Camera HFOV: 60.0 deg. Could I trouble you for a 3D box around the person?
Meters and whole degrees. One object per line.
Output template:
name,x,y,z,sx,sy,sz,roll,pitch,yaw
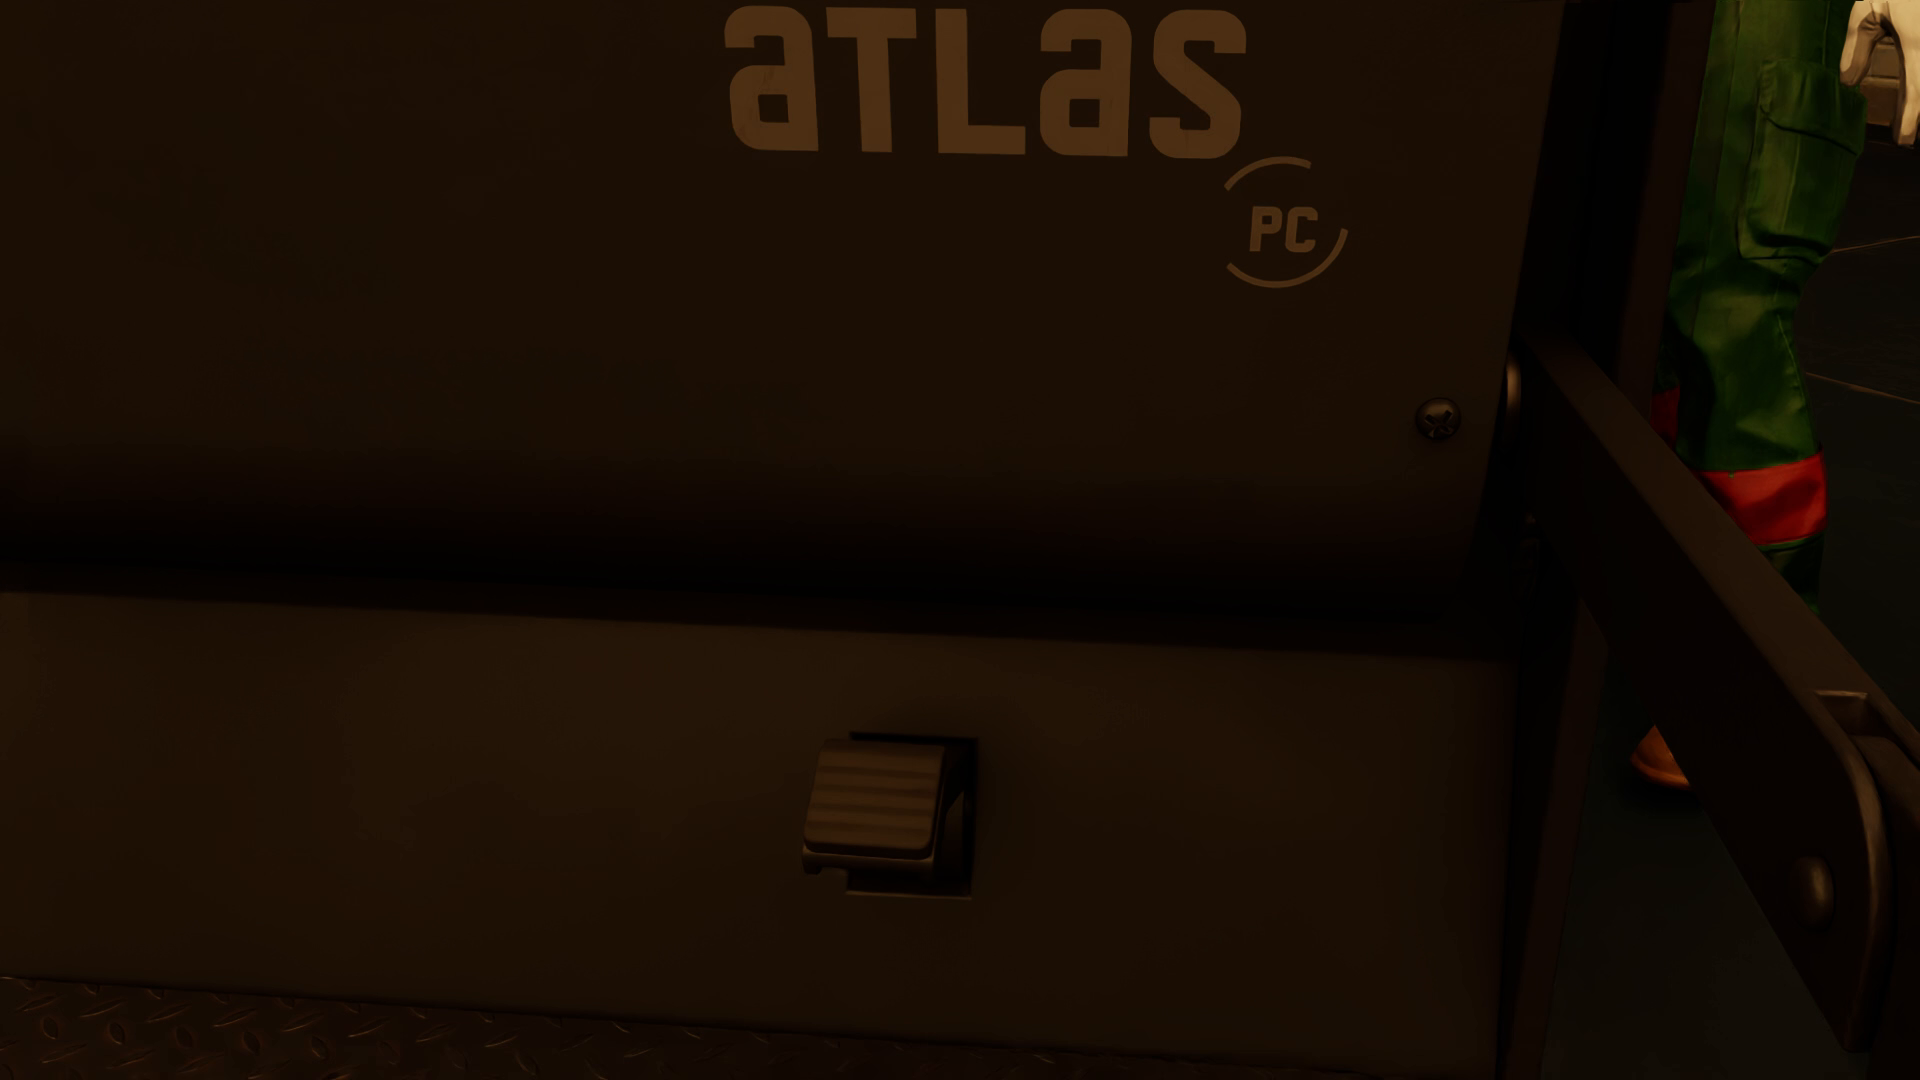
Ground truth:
person,0.894,-0.668,1.956,0.430,1.750,0.848,-3,22,-6

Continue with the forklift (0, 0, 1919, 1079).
forklift,-0.233,-0.661,0.384,1.130,2.935,3.031,2,22,6
